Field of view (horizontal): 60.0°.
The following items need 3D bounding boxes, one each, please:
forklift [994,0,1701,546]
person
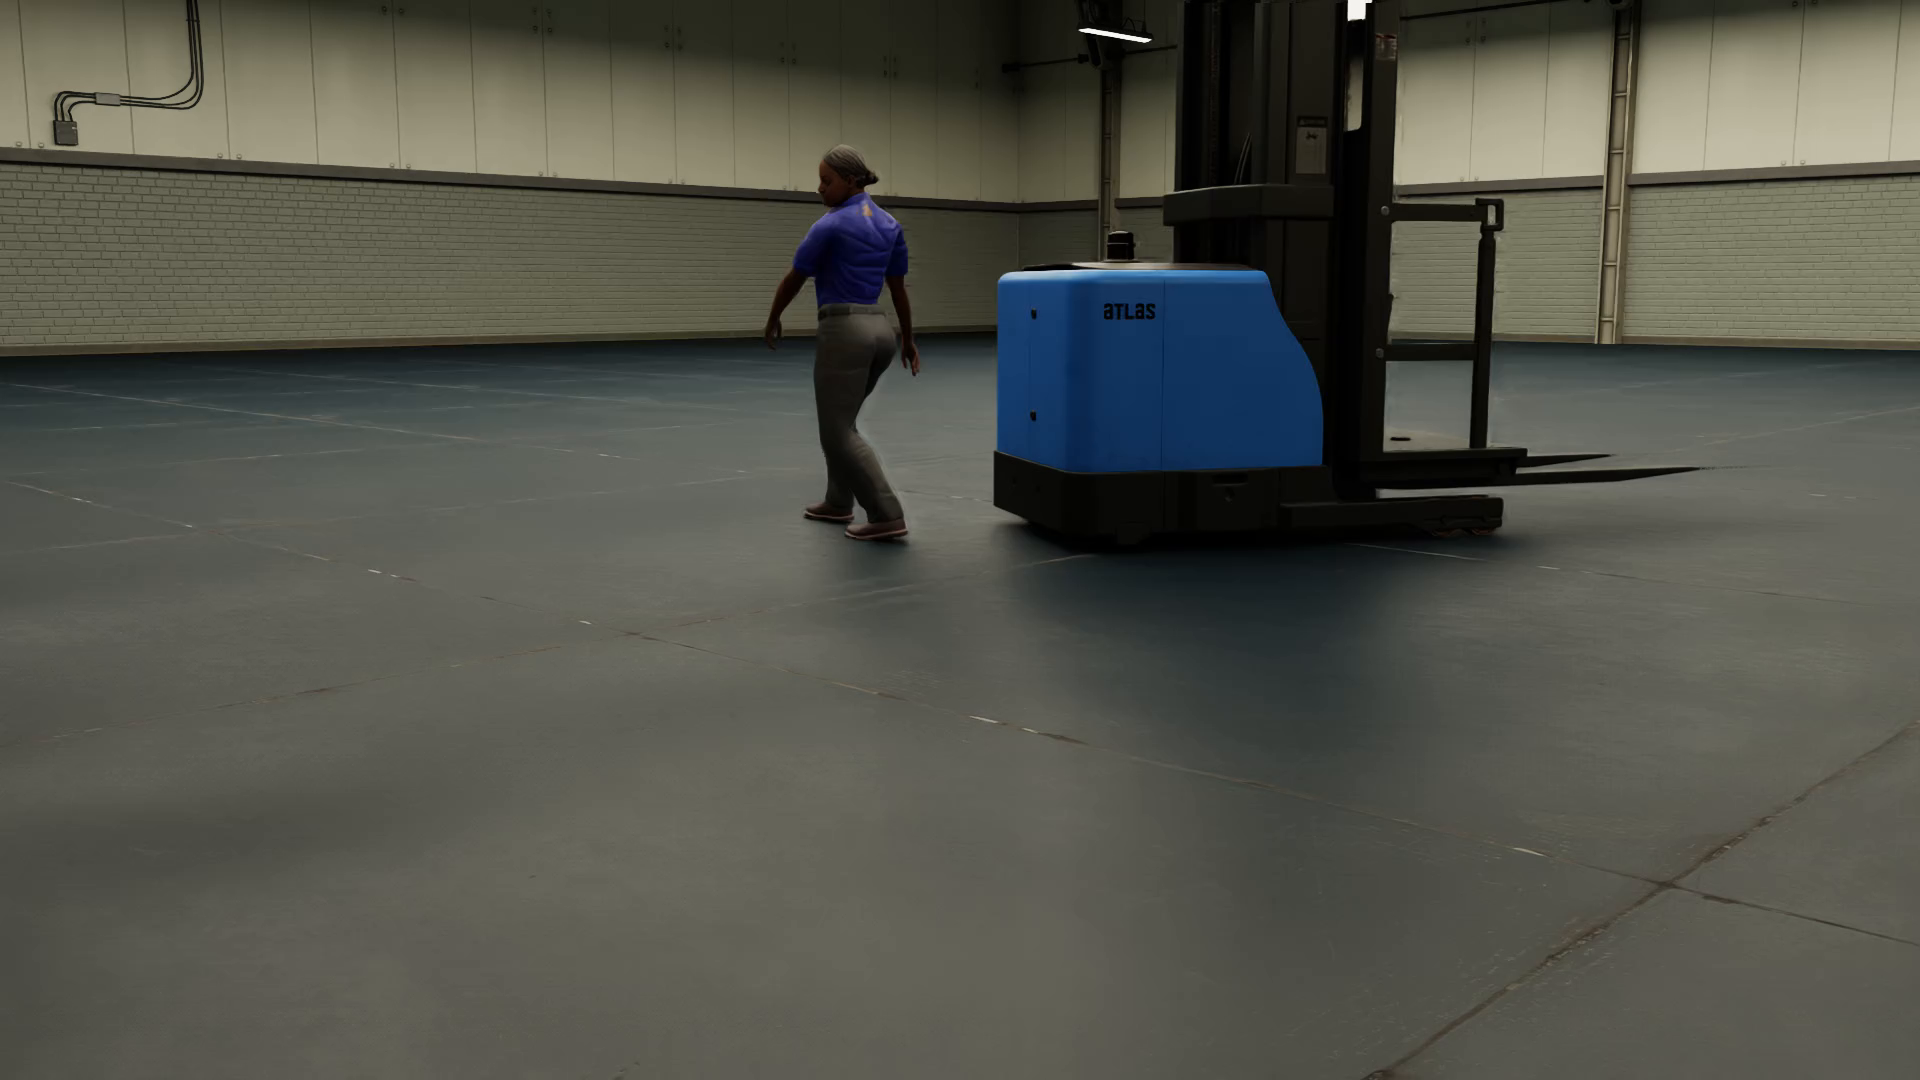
[{"bbox_3d":[1.722,-1.529,7.027,3.031,2.935,1.130,-3,9,-17],"label":"forklift"},{"bbox_3d":[-0.451,-0.825,6.922,0.796,1.585,0.618,5,10,32],"label":"person"}]
